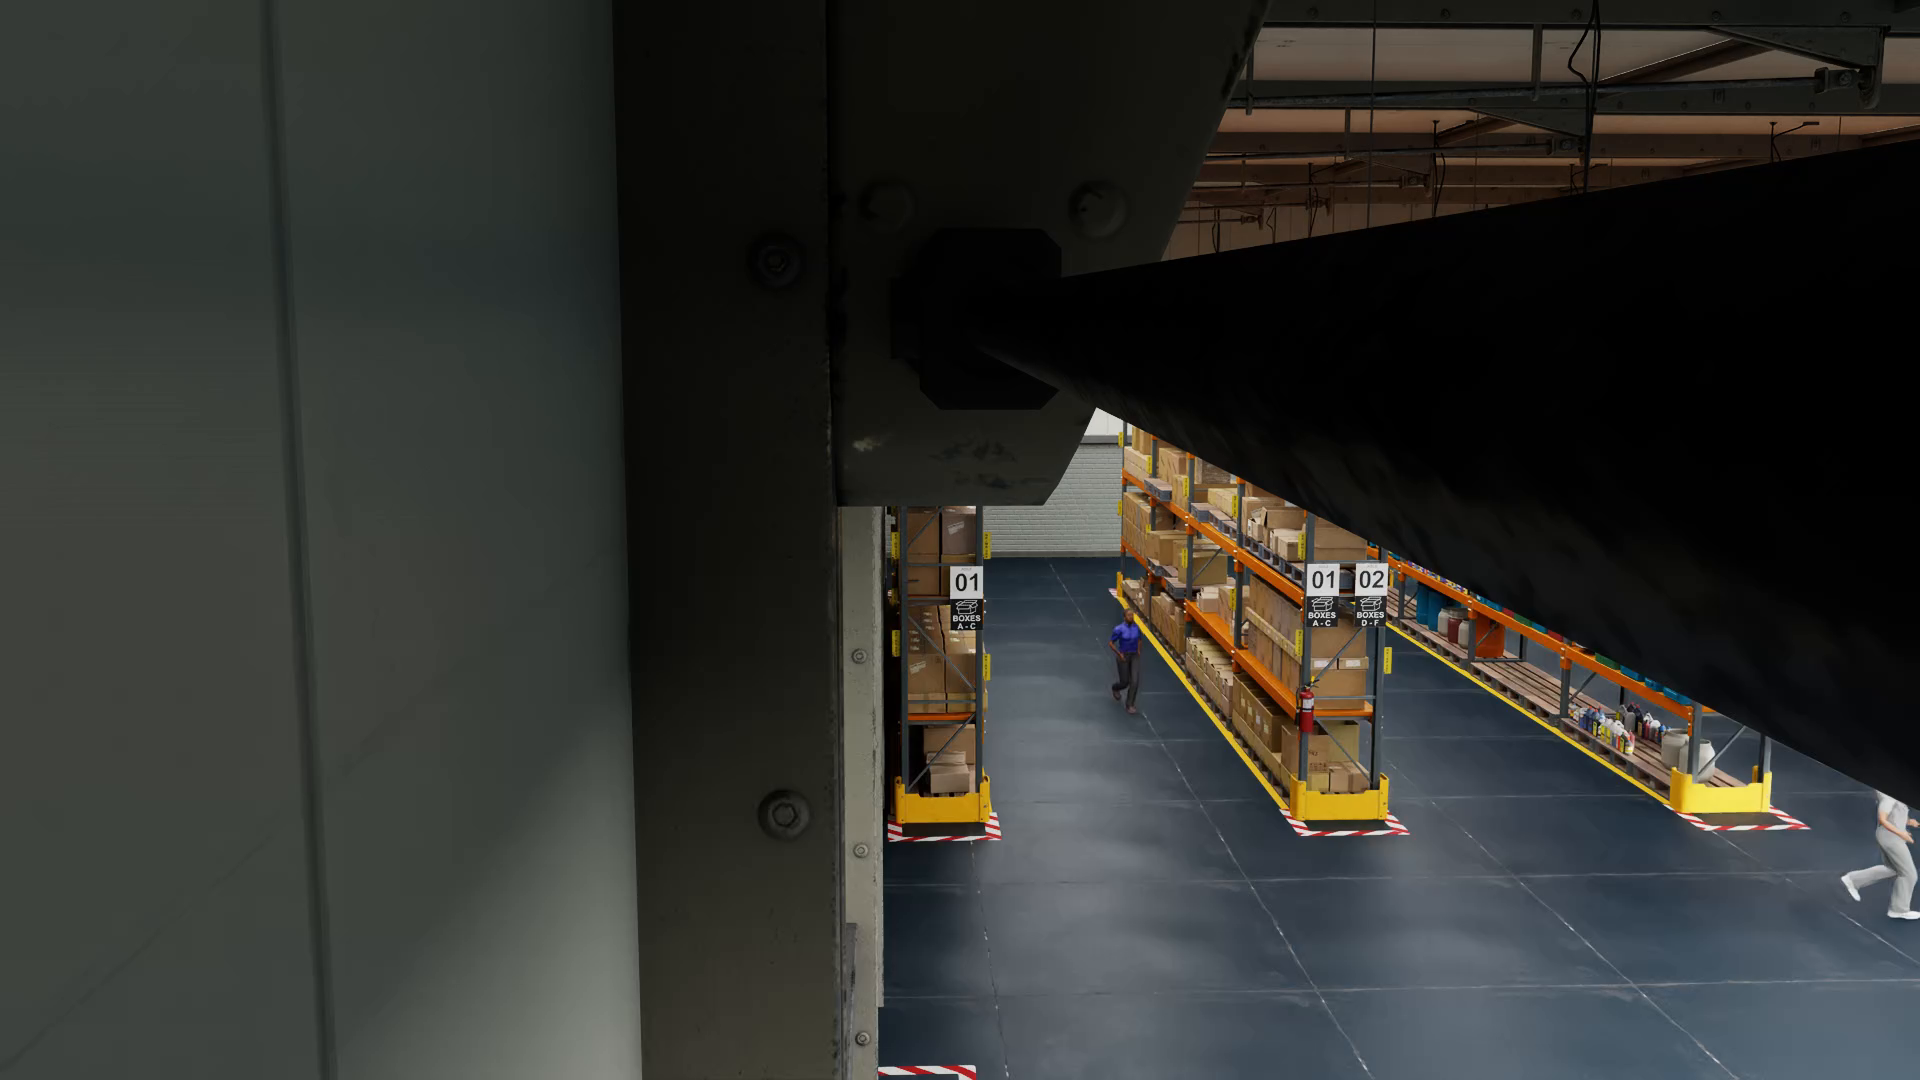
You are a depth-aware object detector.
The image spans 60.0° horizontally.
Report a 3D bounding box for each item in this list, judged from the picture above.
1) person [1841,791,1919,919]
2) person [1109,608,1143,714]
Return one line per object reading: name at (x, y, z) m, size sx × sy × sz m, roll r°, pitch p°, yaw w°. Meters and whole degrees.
person at (9.612, 3.111, 17.261) m, size 0.753 × 1.628 × 0.571 m, roll 3°, pitch 9°, yaw 21°
person at (2.626, 1.875, 26.096) m, size 0.593 × 1.606 × 0.727 m, roll -3°, pitch 8°, yaw -19°
